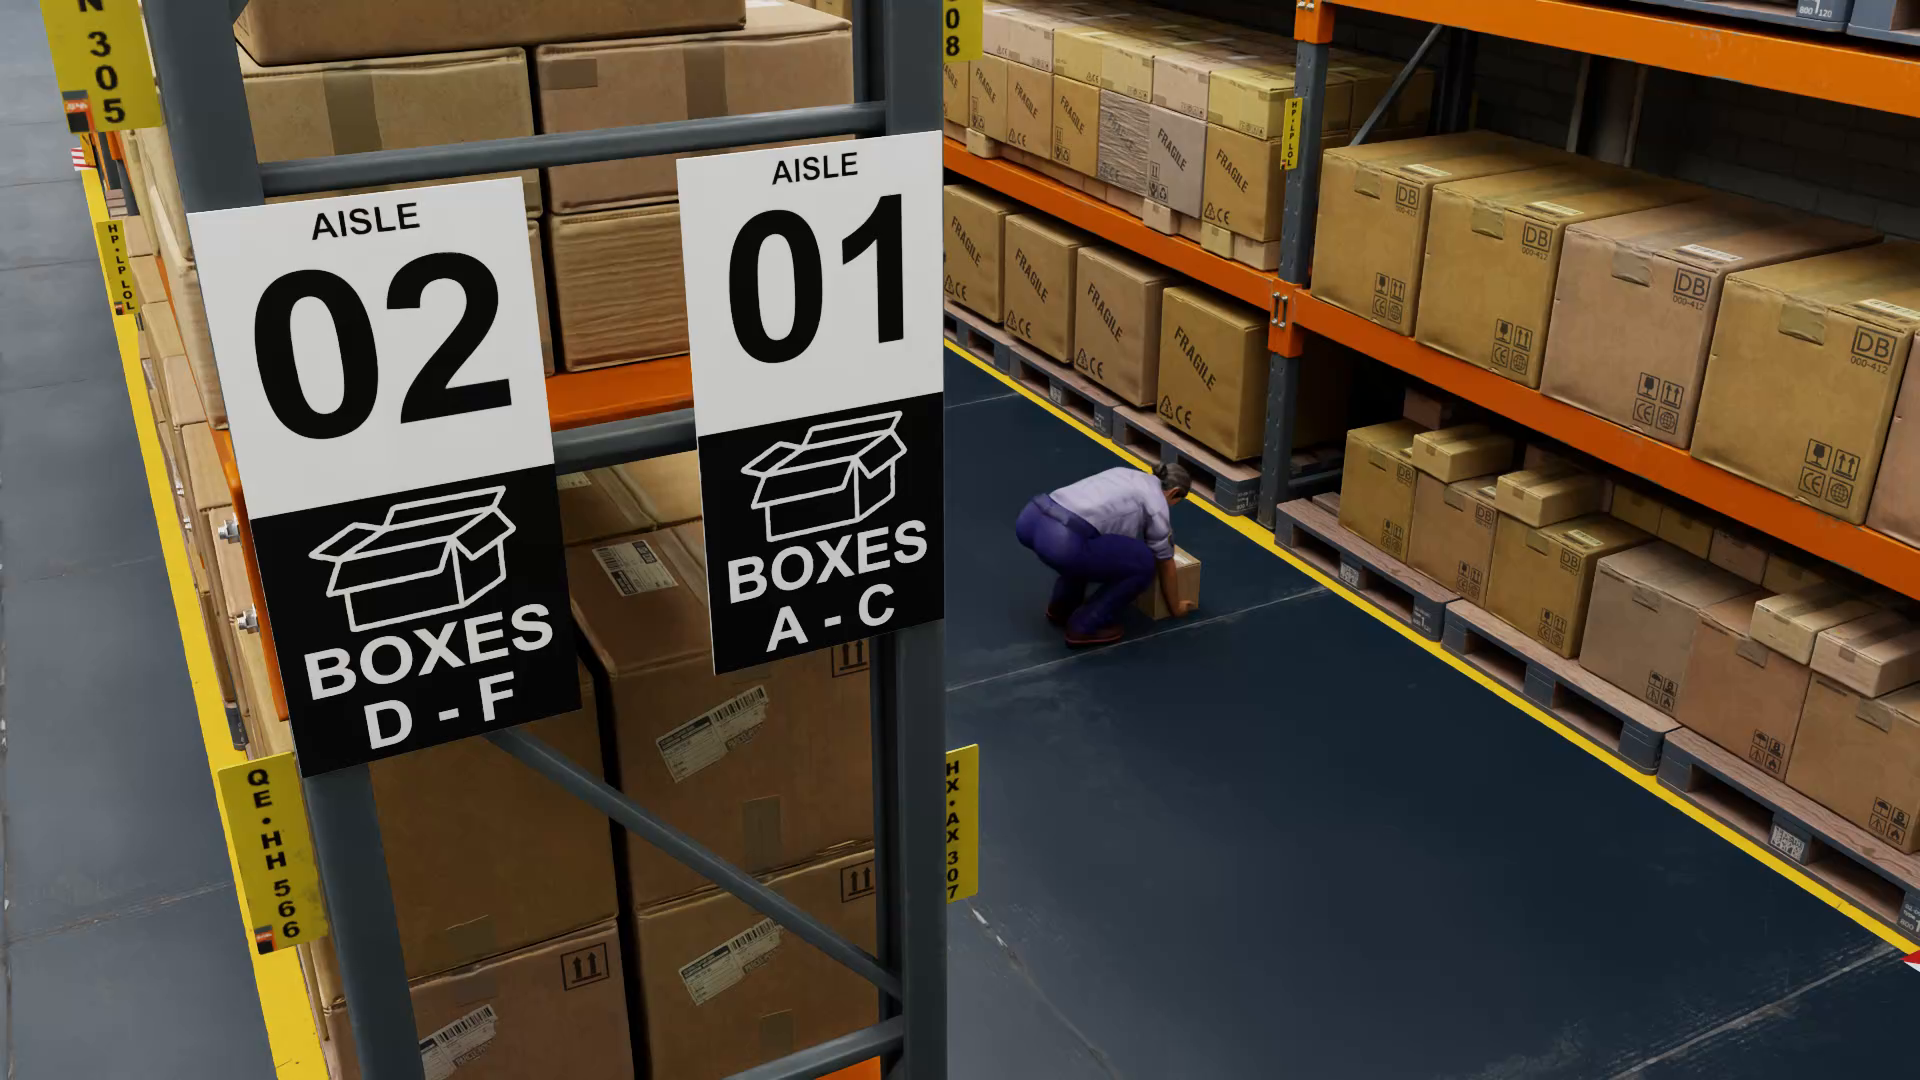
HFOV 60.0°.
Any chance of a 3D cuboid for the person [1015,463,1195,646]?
[{"bbox_3d":[0.682,0.053,7.600,0.899,0.741,0.498,-14,29,-26],"label":"person"}]
